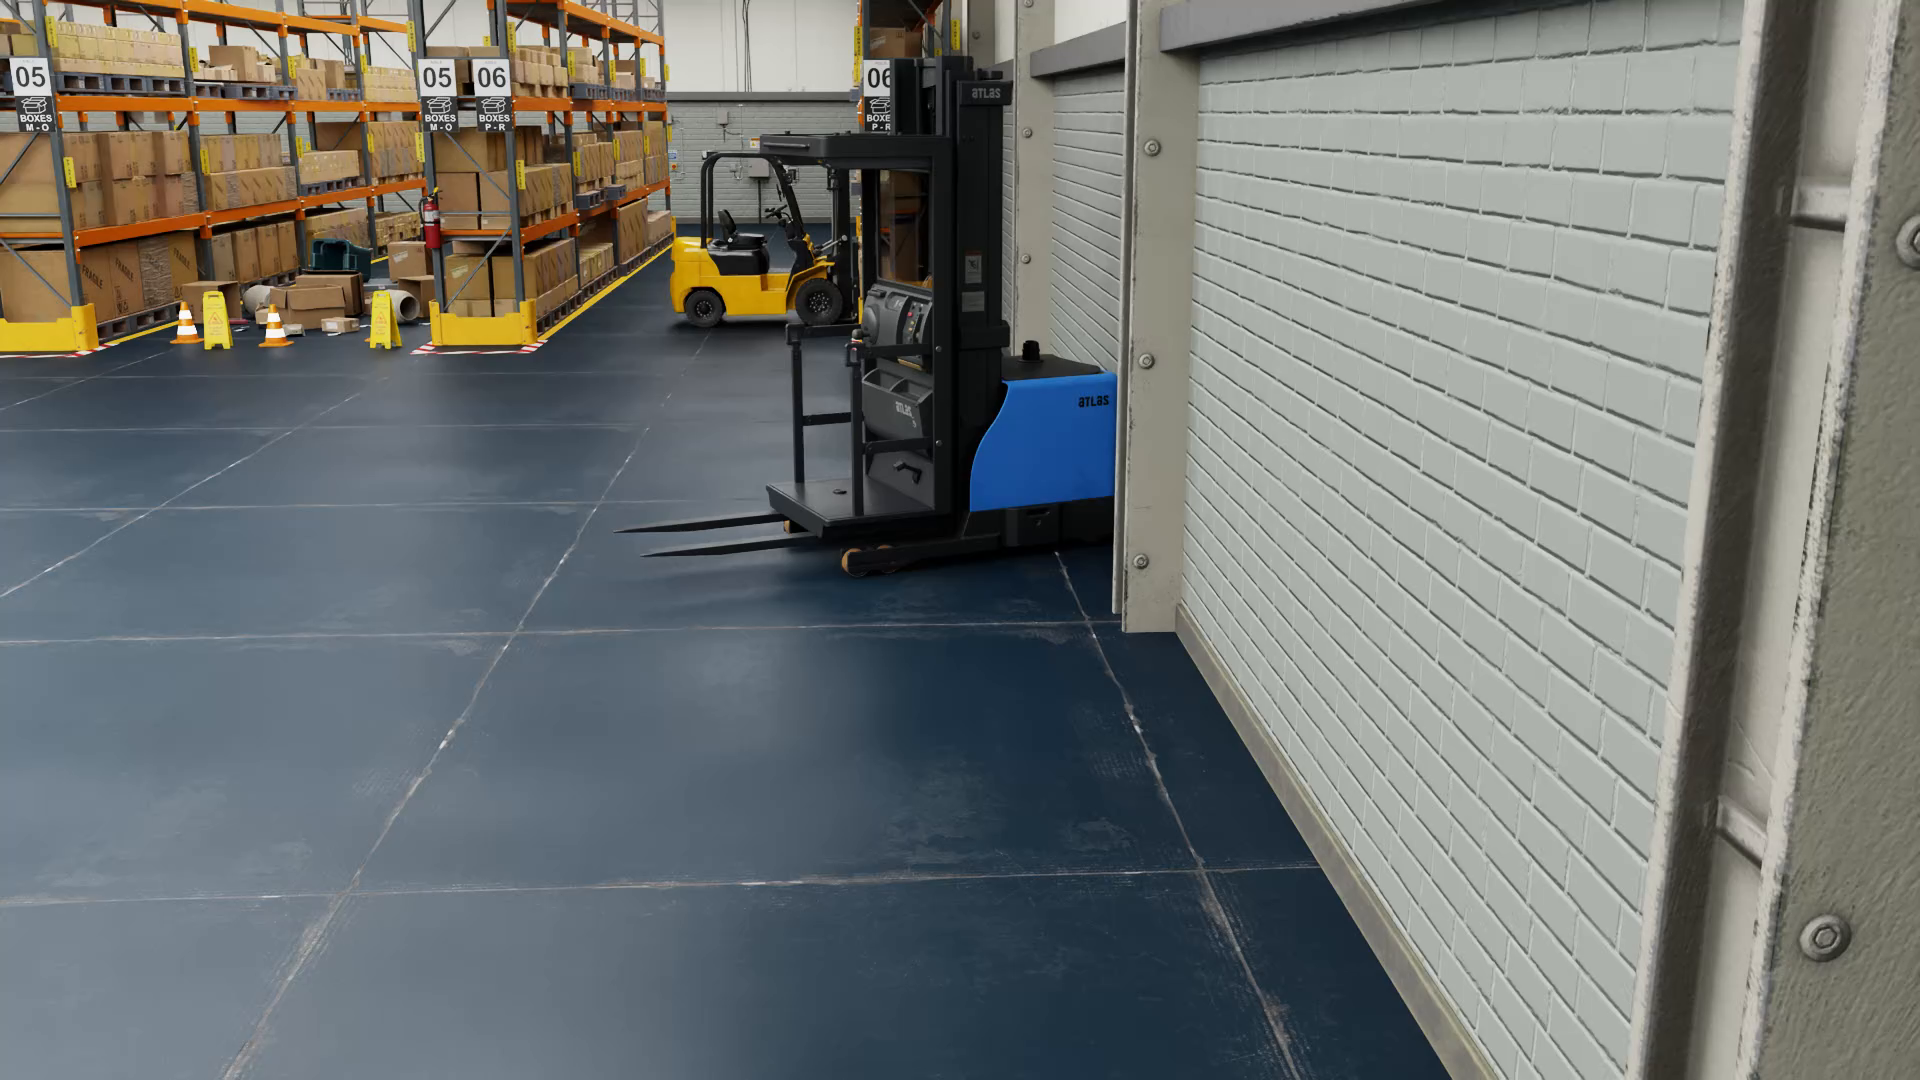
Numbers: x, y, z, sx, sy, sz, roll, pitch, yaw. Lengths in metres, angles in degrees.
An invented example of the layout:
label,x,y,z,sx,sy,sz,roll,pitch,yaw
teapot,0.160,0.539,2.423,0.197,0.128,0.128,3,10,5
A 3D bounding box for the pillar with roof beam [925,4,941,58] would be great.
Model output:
label,x,y,z,sx,sy,sz,roll,pitch,yaw
pillar with roof beam,-4.791,-9.831,30.676,9.100,9.000,0.400,-1,14,-3

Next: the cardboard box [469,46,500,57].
label,x,y,z,sx,sy,sz,roll,pitch,yaw
cardboard box,-5.380,-5.552,18.968,0.380,0.149,0.250,-1,14,-4

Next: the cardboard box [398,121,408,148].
label,x,y,z,sx,sy,sz,roll,pitch,yaw
cardboard box,-11.138,-7.932,32.531,0.500,0.500,0.500,0,14,-1

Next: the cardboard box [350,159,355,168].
label,x,y,z,sx,sy,sz,roll,pitch,yaw
cardboard box,-11.000,-6.690,29.573,0.380,0.149,0.250,-1,14,-3

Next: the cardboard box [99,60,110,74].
label,x,y,z,sx,sy,sz,roll,pitch,yaw
cardboard box,-10.260,-5.565,19.578,0.380,0.149,0.250,-1,14,-3

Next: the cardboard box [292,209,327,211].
label,x,y,z,sx,sy,sz,roll,pitch,yaw
cardboard box,-11.422,-5.661,29.179,0.500,0.250,0.500,0,14,-2

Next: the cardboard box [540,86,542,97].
label,x,y,z,sx,sy,sz,roll,pitch,yaw
cardboard box,-5.504,-5.673,21.040,0.380,0.149,0.250,-1,14,-2

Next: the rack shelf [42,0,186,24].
label,x,y,z,sx,sy,sz,roll,pitch,yaw
rack shelf,-10.620,-6.502,19.984,1.077,0.370,4.000,-1,14,-3

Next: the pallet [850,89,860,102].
label,x,y,z,sx,sy,sz,roll,pitch,yaw
pallet,-1.313,-7.745,28.967,1.213,0.211,1.003,-1,14,-3

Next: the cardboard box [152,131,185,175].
label,x,y,z,sx,sy,sz,roll,pitch,yaw
cardboard box,-10.605,-5.004,21.489,0.875,0.550,0.550,-1,14,-3

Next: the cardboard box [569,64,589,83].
label,x,y,z,sx,sy,sz,roll,pitch,yaw
cardboard box,-5.445,-6.473,23.101,0.500,0.250,0.500,-1,14,-5

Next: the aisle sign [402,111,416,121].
label,x,y,z,sx,sy,sz,roll,pitch,yaw
aisle sign,-11.192,-8.902,33.889,0.394,0.787,0.004,-1,14,-3

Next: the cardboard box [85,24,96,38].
label,x,y,z,sx,sy,sz,roll,pitch,yaw
cardboard box,-10.244,-5.887,19.228,0.380,0.149,0.250,-1,14,-3

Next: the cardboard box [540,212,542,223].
label,x,y,z,sx,sy,sz,roll,pitch,yaw
cardboard box,-5.361,-3.966,20.426,0.380,0.149,0.250,-1,14,-2

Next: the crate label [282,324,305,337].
label,x,y,z,sx,sy,sz,roll,pitch,yaw
crate label,-8.073,-2.536,20.110,0.250,0.136,0.298,-9,17,-32

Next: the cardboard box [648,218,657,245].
label,x,y,z,sx,sy,sz,roll,pitch,yaw
cardboard box,-6.237,-5.848,31.533,0.875,0.438,0.875,-1,14,-4

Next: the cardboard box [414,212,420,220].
label,x,y,z,sx,sy,sz,roll,pitch,yaw
cardboard box,-11.201,-6.604,33.857,0.380,0.149,0.250,-1,14,-3

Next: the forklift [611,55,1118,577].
label,x,y,z,sx,sy,sz,roll,pitch,yaw
forklift,-0.563,-1.353,9.902,3.031,2.935,1.130,-7,16,-25

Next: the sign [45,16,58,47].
label,x,y,z,sx,sy,sz,roll,pitch,yaw
sign,-9.941,-5.563,18.194,0.100,0.325,0.005,-1,14,-3

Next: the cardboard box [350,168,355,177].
label,x,y,z,sx,sy,sz,roll,pitch,yaw
cardboard box,-11.000,-6.547,29.614,0.380,0.149,0.250,-1,14,-3

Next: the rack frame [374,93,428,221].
label,x,y,z,sx,sy,sz,roll,pitch,yaw
rack frame,-11.487,-7.621,34.125,1.000,3.000,0.127,-1,14,-3

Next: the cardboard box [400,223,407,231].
label,x,y,z,sx,sy,sz,roll,pitch,yaw
cardboard box,-11.093,-6.139,32.646,0.380,0.149,0.250,0,14,-1

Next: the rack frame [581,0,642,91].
label,x,y,z,sx,sy,sz,roll,pitch,yaw
rack frame,-6.305,-9.633,29.905,1.000,3.000,0.127,-1,14,-3

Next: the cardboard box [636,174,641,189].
label,x,y,z,sx,sy,sz,roll,pitch,yaw
cardboard box,-5.995,-6.420,29.761,0.500,0.250,0.500,-1,14,-4

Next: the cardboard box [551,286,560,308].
label,x,y,z,sx,sy,sz,roll,pitch,yaw
cardboard box,-5.406,-3.082,21.161,0.500,0.250,0.500,0,14,0

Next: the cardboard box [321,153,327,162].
label,x,y,z,sx,sy,sz,roll,pitch,yaw
cardboard box,-10.910,-6.446,28.025,0.380,0.149,0.250,0,14,-2

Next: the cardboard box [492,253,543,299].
label,x,y,z,sx,sy,sz,roll,pitch,yaw
cardboard box,-5.337,-3.189,20.070,0.500,0.500,0.500,-1,14,-5

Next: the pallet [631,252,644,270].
label,x,y,z,sx,sy,sz,roll,pitch,yaw
pallet,-6.103,-4.882,29.077,1.003,0.211,1.213,-1,14,-3

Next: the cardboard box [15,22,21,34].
label,x,y,z,sx,sy,sz,roll,pitch,yaw
cardboard box,-10.885,-5.815,18.947,0.380,0.149,0.250,-1,14,-3

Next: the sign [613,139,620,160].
label,x,y,z,sx,sy,sz,roll,pitch,yaw
sign,-5.516,-6.266,26.694,0.100,0.325,0.005,-1,14,-3

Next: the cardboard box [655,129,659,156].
label,x,y,z,sx,sy,sz,roll,pitch,yaw
cardboard box,-6.167,-7.761,32.463,0.500,0.500,0.500,-1,14,-4

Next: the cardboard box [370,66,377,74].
label,x,y,z,sx,sy,sz,roll,pitch,yaw
cardboard box,-11.042,-8.712,30.845,0.380,0.149,0.250,-1,14,-5

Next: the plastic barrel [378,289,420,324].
label,x,y,z,sx,sy,sz,roll,pitch,yaw
plastic barrel,-7.200,-2.986,21.280,0.512,0.421,0.421,10,18,35

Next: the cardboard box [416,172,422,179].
label,x,y,z,sx,sy,sz,roll,pitch,yaw
cardboard box,-11.185,-7.422,33.858,0.380,0.149,0.250,-1,14,-3

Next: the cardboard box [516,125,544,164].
label,x,y,z,sx,sy,sz,roll,pitch,yaw
cardboard box,-5.998,-5.302,22.308,0.700,0.500,0.500,-1,14,-4

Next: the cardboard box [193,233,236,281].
label,x,y,z,sx,sy,sz,roll,pitch,yaw
cardboard box,-10.872,-3.903,23.348,1.050,0.750,0.750,-1,14,-4

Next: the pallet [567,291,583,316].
label,x,y,z,sx,sy,sz,roll,pitch,yaw
pallet,-5.732,-3.221,22.620,1.003,0.211,1.213,-1,14,-3

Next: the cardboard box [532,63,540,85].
label,x,y,z,sx,sy,sz,roll,pitch,yaw
cardboard box,-5.405,-5.650,20.149,0.500,0.250,0.500,0,14,-2

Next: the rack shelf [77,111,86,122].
label,x,y,z,sx,sy,sz,roll,pitch,yaw
rack shelf,-16.072,-7.181,27.841,1.077,0.370,4.000,-1,14,-3

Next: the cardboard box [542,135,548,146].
label,x,y,z,sx,sy,sz,roll,pitch,yaw
cardboard box,-6.119,-5.730,23.835,0.380,0.149,0.250,-1,14,-5

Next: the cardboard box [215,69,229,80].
label,x,y,z,sx,sy,sz,roll,pitch,yaw
cardboard box,-10.571,-6.571,23.488,0.380,0.149,0.250,-1,14,-3

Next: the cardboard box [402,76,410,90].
label,x,y,z,sx,sy,sz,roll,pitch,yaw
cardboard box,-11.172,-9.005,32.783,0.500,0.250,0.500,-1,14,-5

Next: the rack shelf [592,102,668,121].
label,x,y,z,sx,sy,sz,roll,pitch,yaw
rack shelf,-6.429,-8.329,32.302,1.077,0.370,4.000,-1,14,-3

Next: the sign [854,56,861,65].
label,x,y,z,sx,sy,sz,roll,pitch,yaw
sign,-1.396,-6.660,22.702,0.100,0.325,0.005,-1,14,-3

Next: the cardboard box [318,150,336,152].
label,x,y,z,sx,sy,sz,roll,pitch,yaw
cardboard box,-11.551,-6.934,30.659,0.500,0.500,0.500,-1,14,-3

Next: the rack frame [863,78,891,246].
label,x,y,z,sx,sy,sz,roll,pitch,yaw
rack frame,-0.608,-3.820,19.355,1.000,3.000,0.127,-1,14,-3

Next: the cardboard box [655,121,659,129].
label,x,y,z,sx,sy,sz,roll,pitch,yaw
cardboard box,-6.216,-8.294,33.232,0.380,0.149,0.250,-1,14,-2

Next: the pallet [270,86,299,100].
label,x,y,z,sx,sy,sz,roll,pitch,yaw
pallet,-10.899,-6.833,25.422,1.213,0.211,1.003,0,14,-1

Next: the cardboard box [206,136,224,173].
label,x,y,z,sx,sy,sz,roll,pitch,yaw
cardboard box,-10.814,-5.420,23.365,0.700,0.500,0.500,-1,14,-4
